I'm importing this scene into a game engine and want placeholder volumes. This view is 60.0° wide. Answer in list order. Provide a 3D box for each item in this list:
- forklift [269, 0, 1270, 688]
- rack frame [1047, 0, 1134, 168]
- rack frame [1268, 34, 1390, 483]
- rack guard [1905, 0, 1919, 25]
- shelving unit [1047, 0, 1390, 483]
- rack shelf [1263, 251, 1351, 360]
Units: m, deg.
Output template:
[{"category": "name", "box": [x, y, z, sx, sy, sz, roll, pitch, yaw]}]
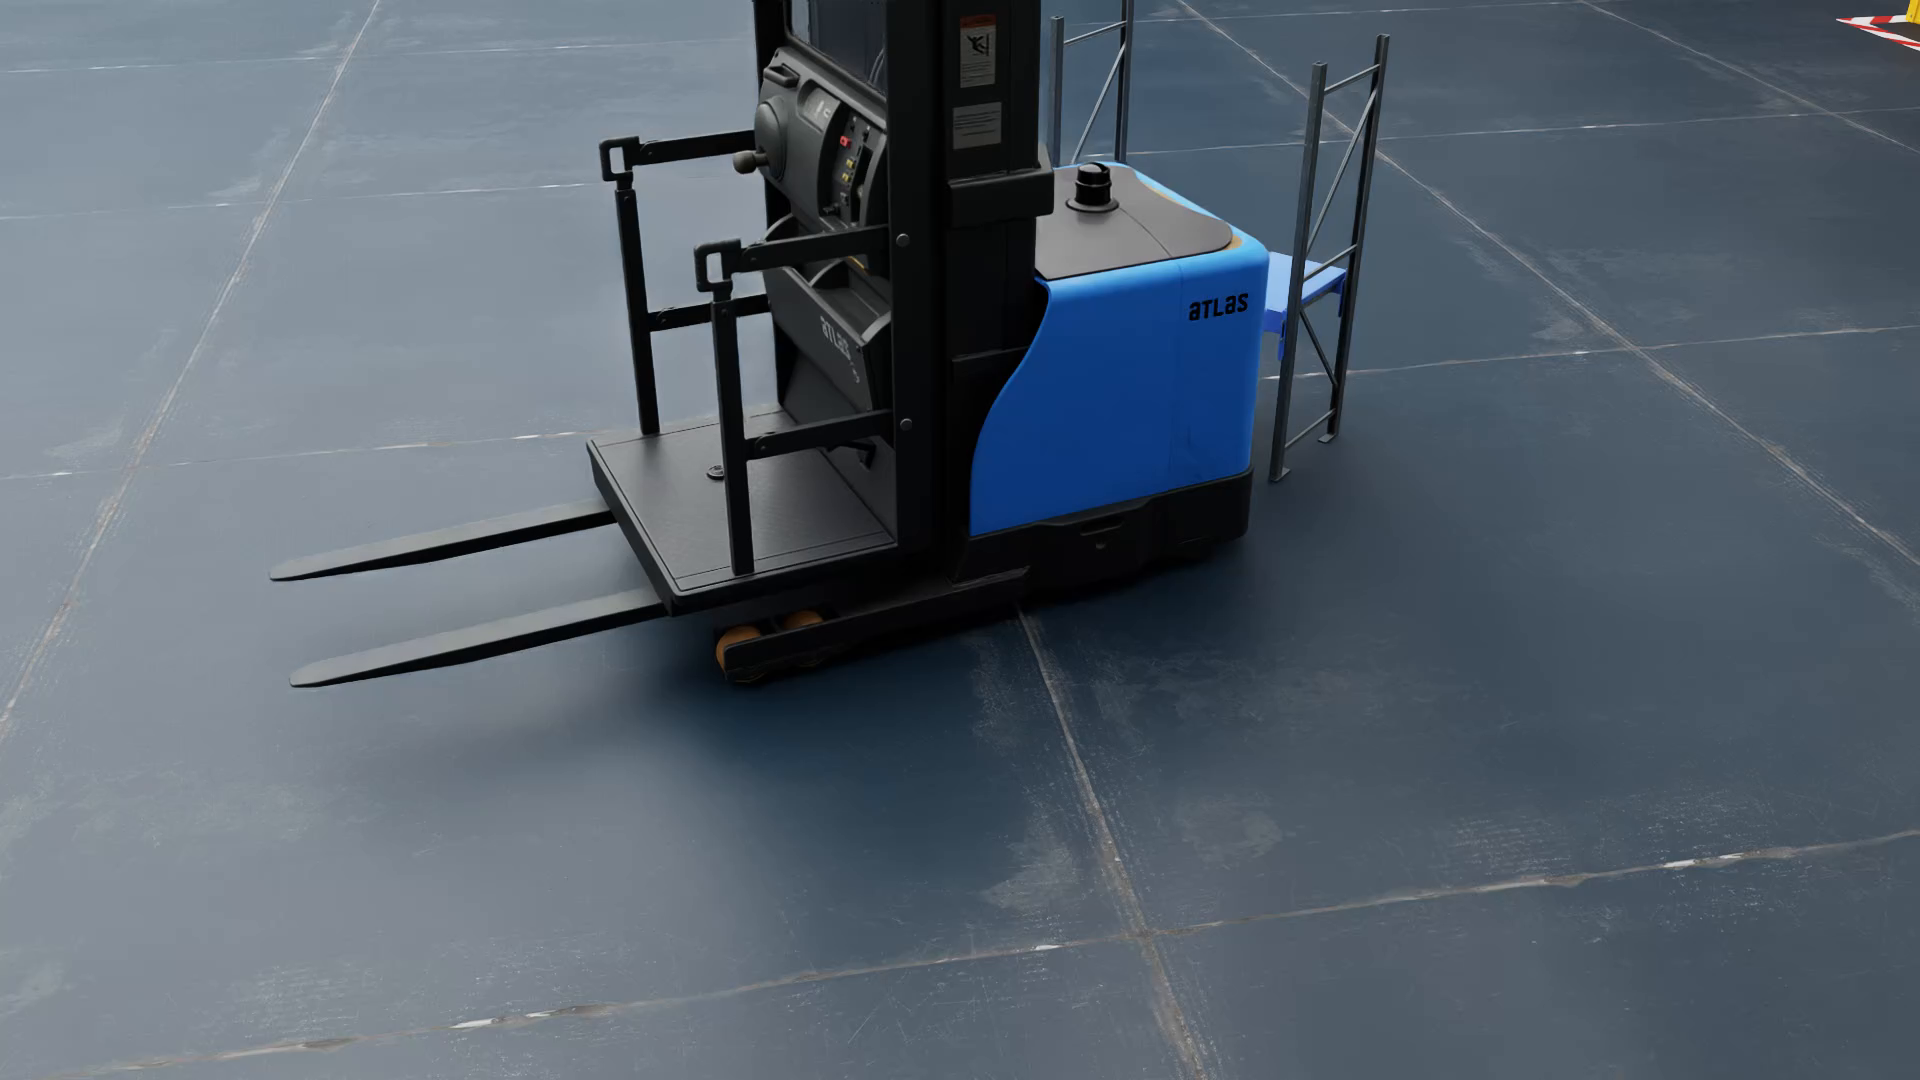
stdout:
[{"category": "forklift", "box": [-0.591, -1.145, 4.721, 3.031, 2.935, 1.130, -13, 33, -21]}, {"category": "rack frame", "box": [0.480, -1.274, 6.354, 0.032, 1.500, 0.500, 21, 37, 32]}, {"category": "rack frame", "box": [1.284, -0.959, 5.817, 0.032, 1.500, 0.500, 21, 37, 32]}, {"category": "rack guard", "box": [7.144, -3.745, 11.541, 0.348, 0.500, 1.175, -5, 31, -9]}, {"category": "shelving unit", "box": [0.882, -1.116, 6.085, 1.048, 1.500, 0.538, 21, 37, 32]}, {"category": "rack shelf", "box": [0.882, -0.961, 6.176, 1.000, 0.185, 0.538, 21, 37, 32]}]
